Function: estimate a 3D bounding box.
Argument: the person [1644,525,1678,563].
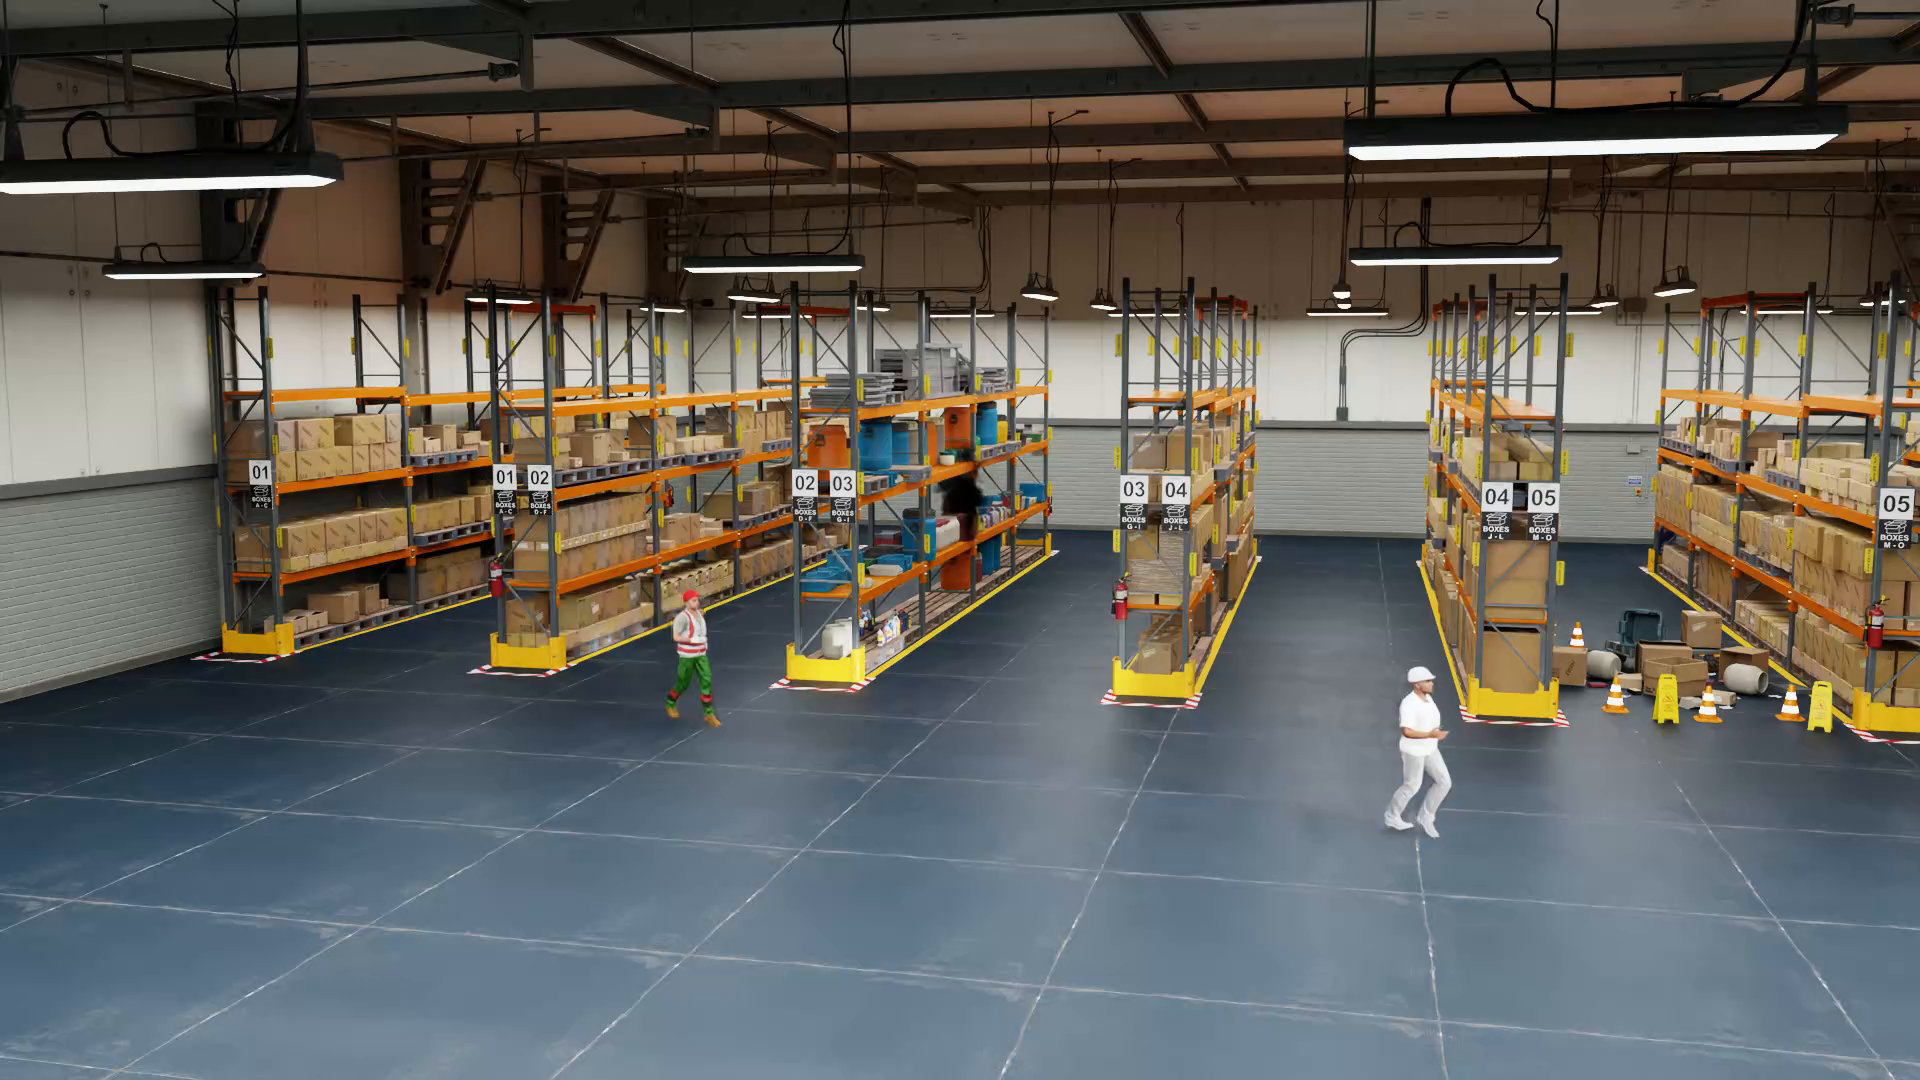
[{"bbox_3d":[16.376,-0.232,38.564,0.925,1.620,0.695,4,8,31],"label":"person"}]

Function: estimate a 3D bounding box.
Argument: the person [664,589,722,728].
[{"bbox_3d":[-3.577,1.555,22.112,0.943,1.818,0.671,5,8,37],"label":"person"}]

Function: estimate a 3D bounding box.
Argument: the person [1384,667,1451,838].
[{"bbox_3d":[4.717,2.188,17.031,0.738,1.806,0.671,6,9,42],"label":"person"}]
